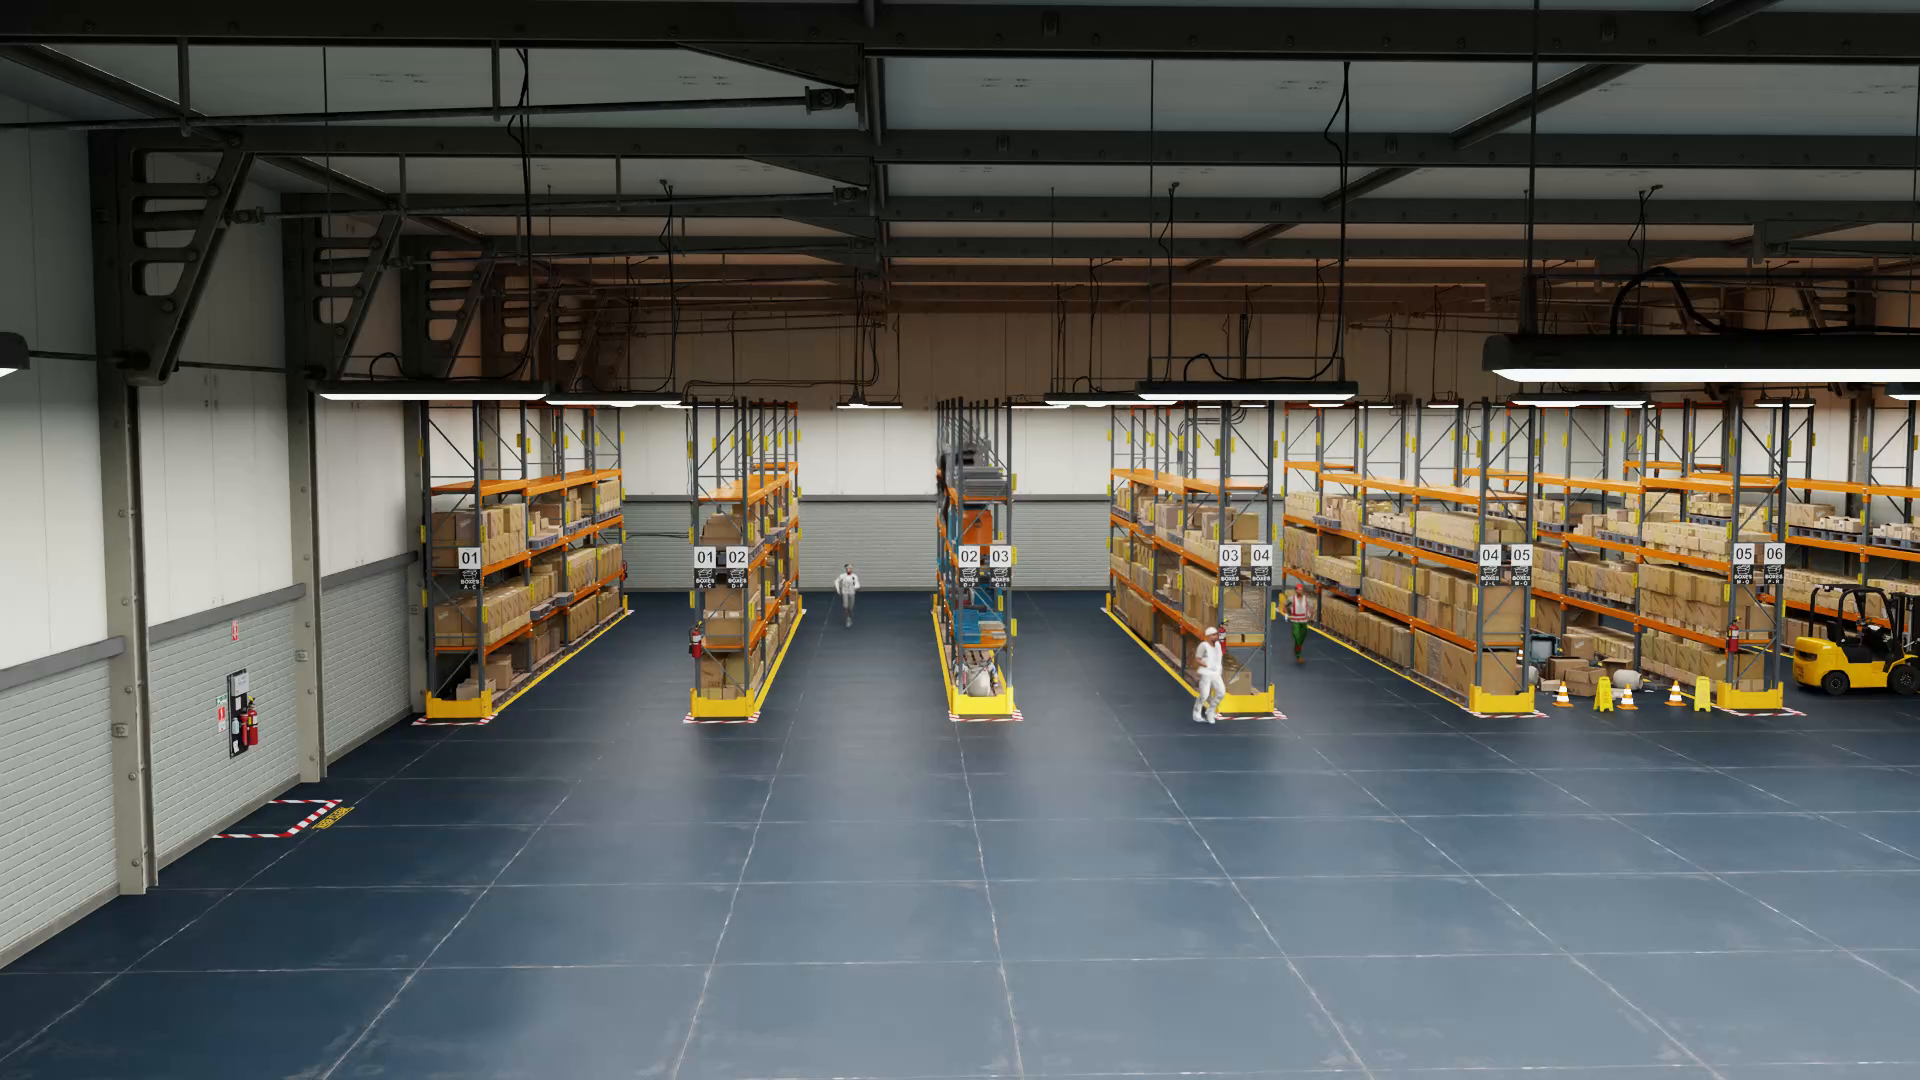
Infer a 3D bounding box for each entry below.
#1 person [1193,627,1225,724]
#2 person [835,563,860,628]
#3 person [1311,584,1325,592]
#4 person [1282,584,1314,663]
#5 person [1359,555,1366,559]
[{"bbox_3d":[4.624,2.499,30.535,0.732,1.807,0.625,-3,5,-34],"label":"person"},{"bbox_3d":[-2.979,1.481,44.298,0.614,1.730,0.737,-1,5,-13],"label":"person"},{"bbox_3d":[10.574,1.182,48.994,0.610,1.564,0.705,3,6,37],"label":"person"},{"bbox_3d":[7.745,1.878,38.020,0.678,1.770,0.975,0,4,-5],"label":"person"},{"bbox_3d":[11.218,1.266,46.386,0.675,1.779,0.762,-1,4,-8],"label":"person"}]
